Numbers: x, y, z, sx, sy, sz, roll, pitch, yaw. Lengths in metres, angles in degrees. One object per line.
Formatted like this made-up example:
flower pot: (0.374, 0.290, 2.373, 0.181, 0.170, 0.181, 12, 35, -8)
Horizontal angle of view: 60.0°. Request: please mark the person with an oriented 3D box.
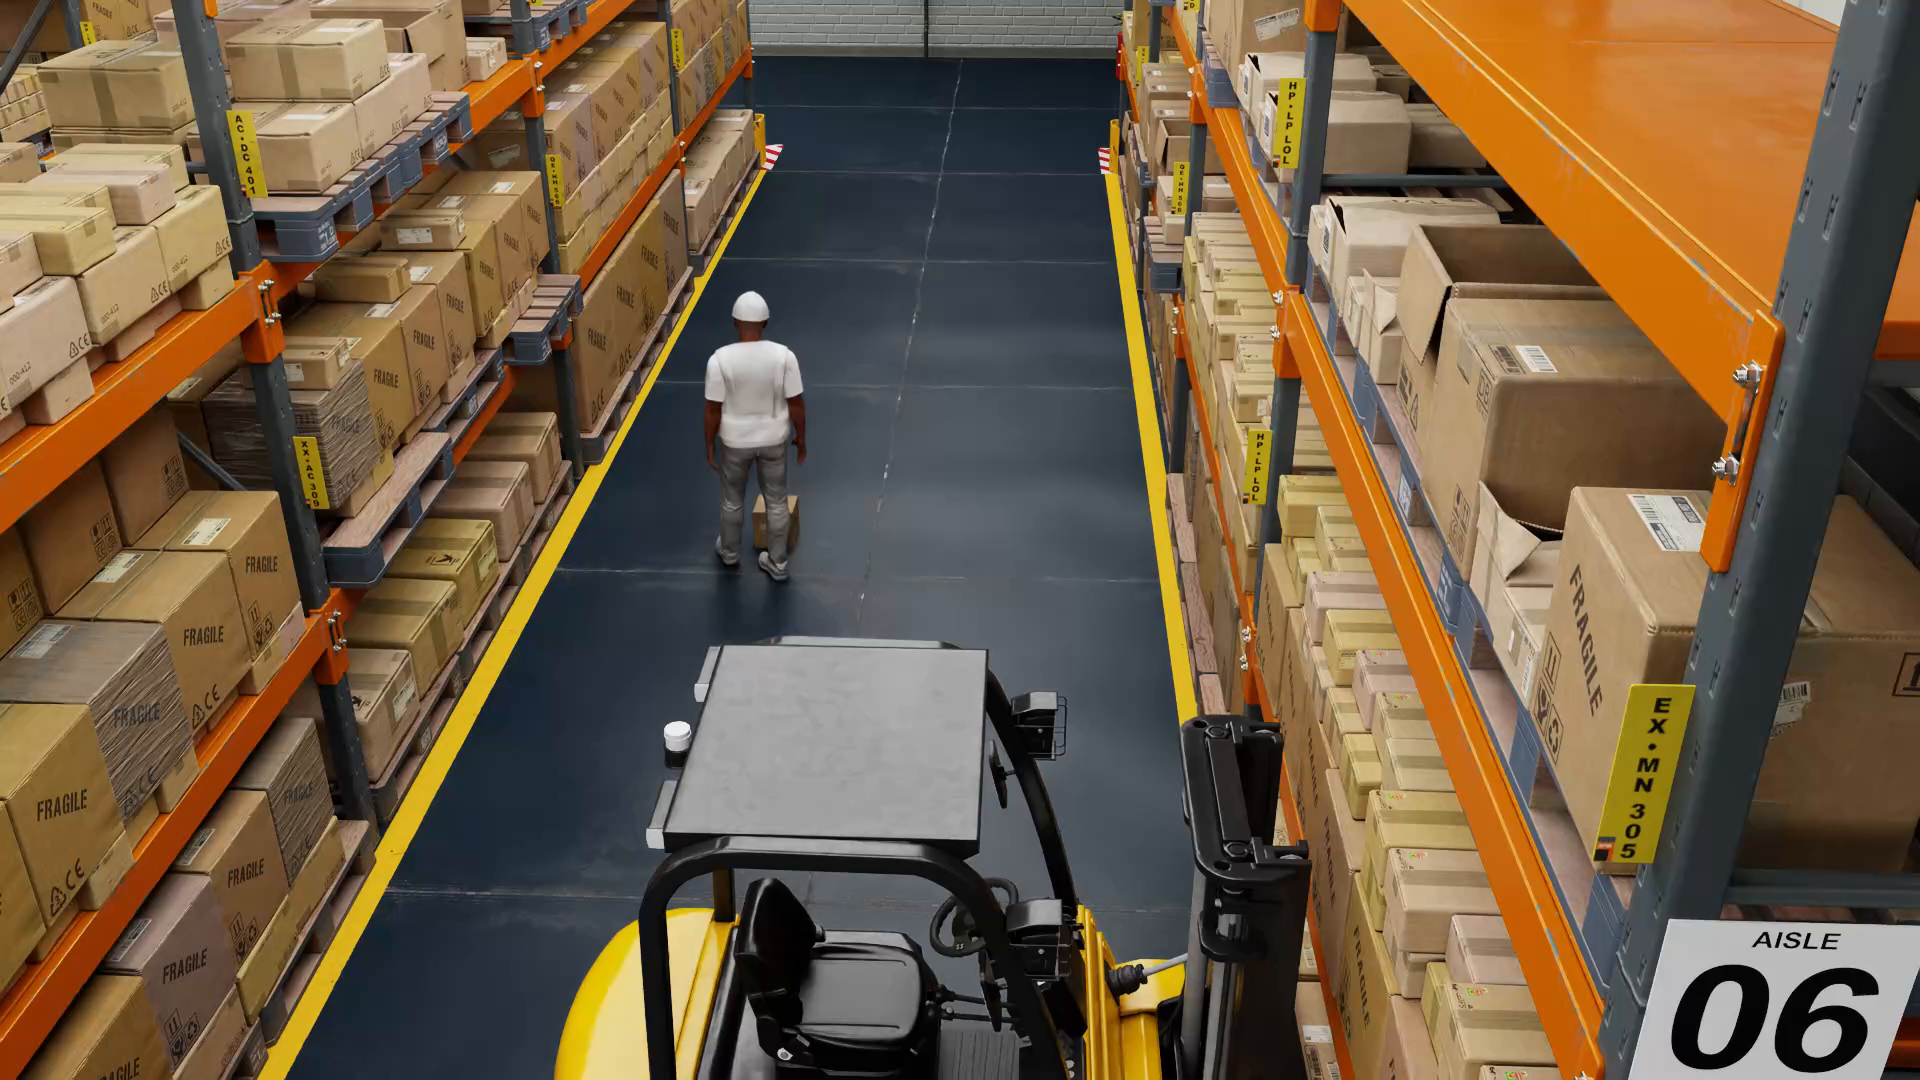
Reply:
person: (-1.217, -0.644, 9.805, 0.588, 1.768, 0.585, -6, 28, -11)
